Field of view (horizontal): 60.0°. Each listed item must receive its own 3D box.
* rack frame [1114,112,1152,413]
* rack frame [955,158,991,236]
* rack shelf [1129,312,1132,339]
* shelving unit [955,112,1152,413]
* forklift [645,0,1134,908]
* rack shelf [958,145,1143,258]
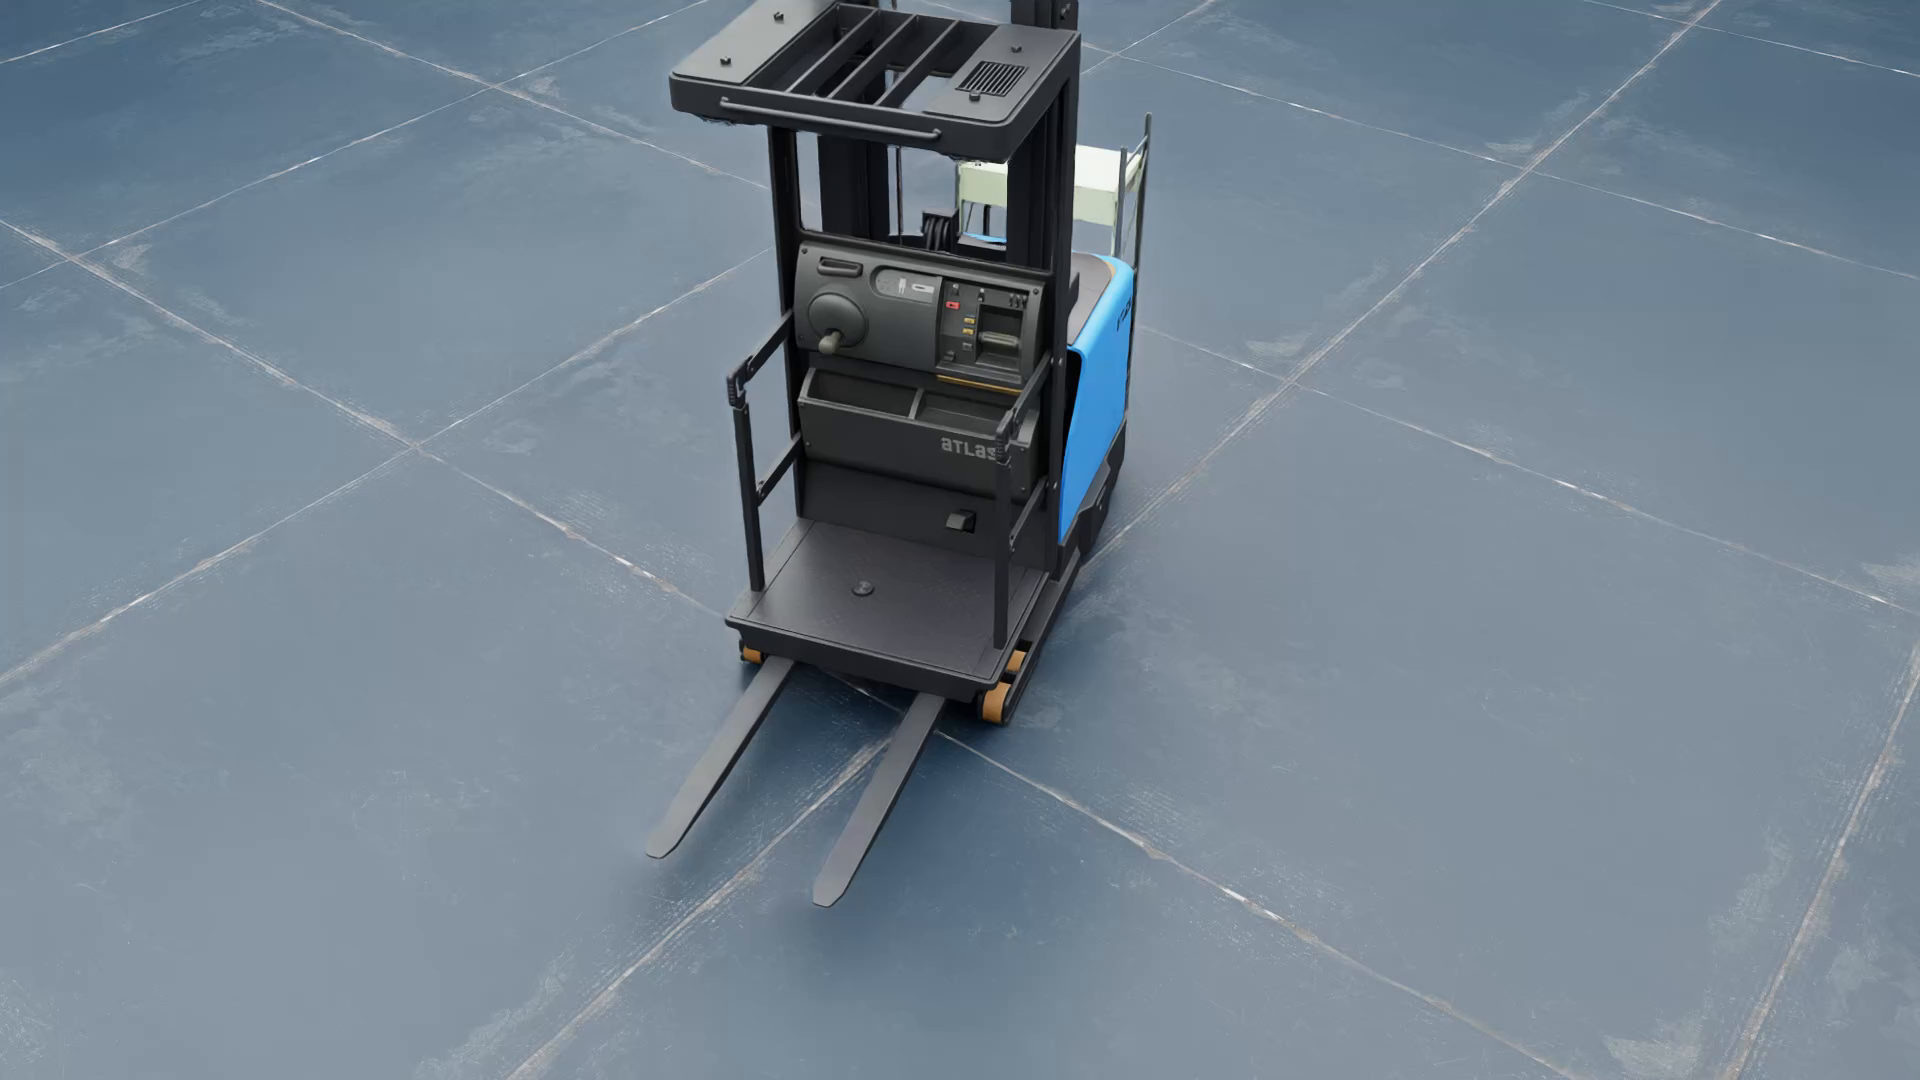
[{"bbox_3d":[0.739,-1.130,7.467,0.023,1.500,0.400,14,39,17],"label":"rack frame"},{"bbox_3d":[0.058,-1.295,7.678,0.023,1.500,0.400,14,39,17],"label":"rack frame"},{"bbox_3d":[0.396,-0.951,7.767,0.720,0.370,0.431,14,39,17],"label":"rack shelf"},{"bbox_3d":[0.399,-1.213,7.572,0.755,1.500,0.431,14,39,17],"label":"shelving unit"},{"bbox_3d":[-0.227,-0.739,5.816,1.130,2.935,3.031,12,40,15],"label":"forklift"},{"bbox_3d":[0.403,-1.526,7.339,0.720,0.370,0.431,14,39,17],"label":"rack shelf"}]
